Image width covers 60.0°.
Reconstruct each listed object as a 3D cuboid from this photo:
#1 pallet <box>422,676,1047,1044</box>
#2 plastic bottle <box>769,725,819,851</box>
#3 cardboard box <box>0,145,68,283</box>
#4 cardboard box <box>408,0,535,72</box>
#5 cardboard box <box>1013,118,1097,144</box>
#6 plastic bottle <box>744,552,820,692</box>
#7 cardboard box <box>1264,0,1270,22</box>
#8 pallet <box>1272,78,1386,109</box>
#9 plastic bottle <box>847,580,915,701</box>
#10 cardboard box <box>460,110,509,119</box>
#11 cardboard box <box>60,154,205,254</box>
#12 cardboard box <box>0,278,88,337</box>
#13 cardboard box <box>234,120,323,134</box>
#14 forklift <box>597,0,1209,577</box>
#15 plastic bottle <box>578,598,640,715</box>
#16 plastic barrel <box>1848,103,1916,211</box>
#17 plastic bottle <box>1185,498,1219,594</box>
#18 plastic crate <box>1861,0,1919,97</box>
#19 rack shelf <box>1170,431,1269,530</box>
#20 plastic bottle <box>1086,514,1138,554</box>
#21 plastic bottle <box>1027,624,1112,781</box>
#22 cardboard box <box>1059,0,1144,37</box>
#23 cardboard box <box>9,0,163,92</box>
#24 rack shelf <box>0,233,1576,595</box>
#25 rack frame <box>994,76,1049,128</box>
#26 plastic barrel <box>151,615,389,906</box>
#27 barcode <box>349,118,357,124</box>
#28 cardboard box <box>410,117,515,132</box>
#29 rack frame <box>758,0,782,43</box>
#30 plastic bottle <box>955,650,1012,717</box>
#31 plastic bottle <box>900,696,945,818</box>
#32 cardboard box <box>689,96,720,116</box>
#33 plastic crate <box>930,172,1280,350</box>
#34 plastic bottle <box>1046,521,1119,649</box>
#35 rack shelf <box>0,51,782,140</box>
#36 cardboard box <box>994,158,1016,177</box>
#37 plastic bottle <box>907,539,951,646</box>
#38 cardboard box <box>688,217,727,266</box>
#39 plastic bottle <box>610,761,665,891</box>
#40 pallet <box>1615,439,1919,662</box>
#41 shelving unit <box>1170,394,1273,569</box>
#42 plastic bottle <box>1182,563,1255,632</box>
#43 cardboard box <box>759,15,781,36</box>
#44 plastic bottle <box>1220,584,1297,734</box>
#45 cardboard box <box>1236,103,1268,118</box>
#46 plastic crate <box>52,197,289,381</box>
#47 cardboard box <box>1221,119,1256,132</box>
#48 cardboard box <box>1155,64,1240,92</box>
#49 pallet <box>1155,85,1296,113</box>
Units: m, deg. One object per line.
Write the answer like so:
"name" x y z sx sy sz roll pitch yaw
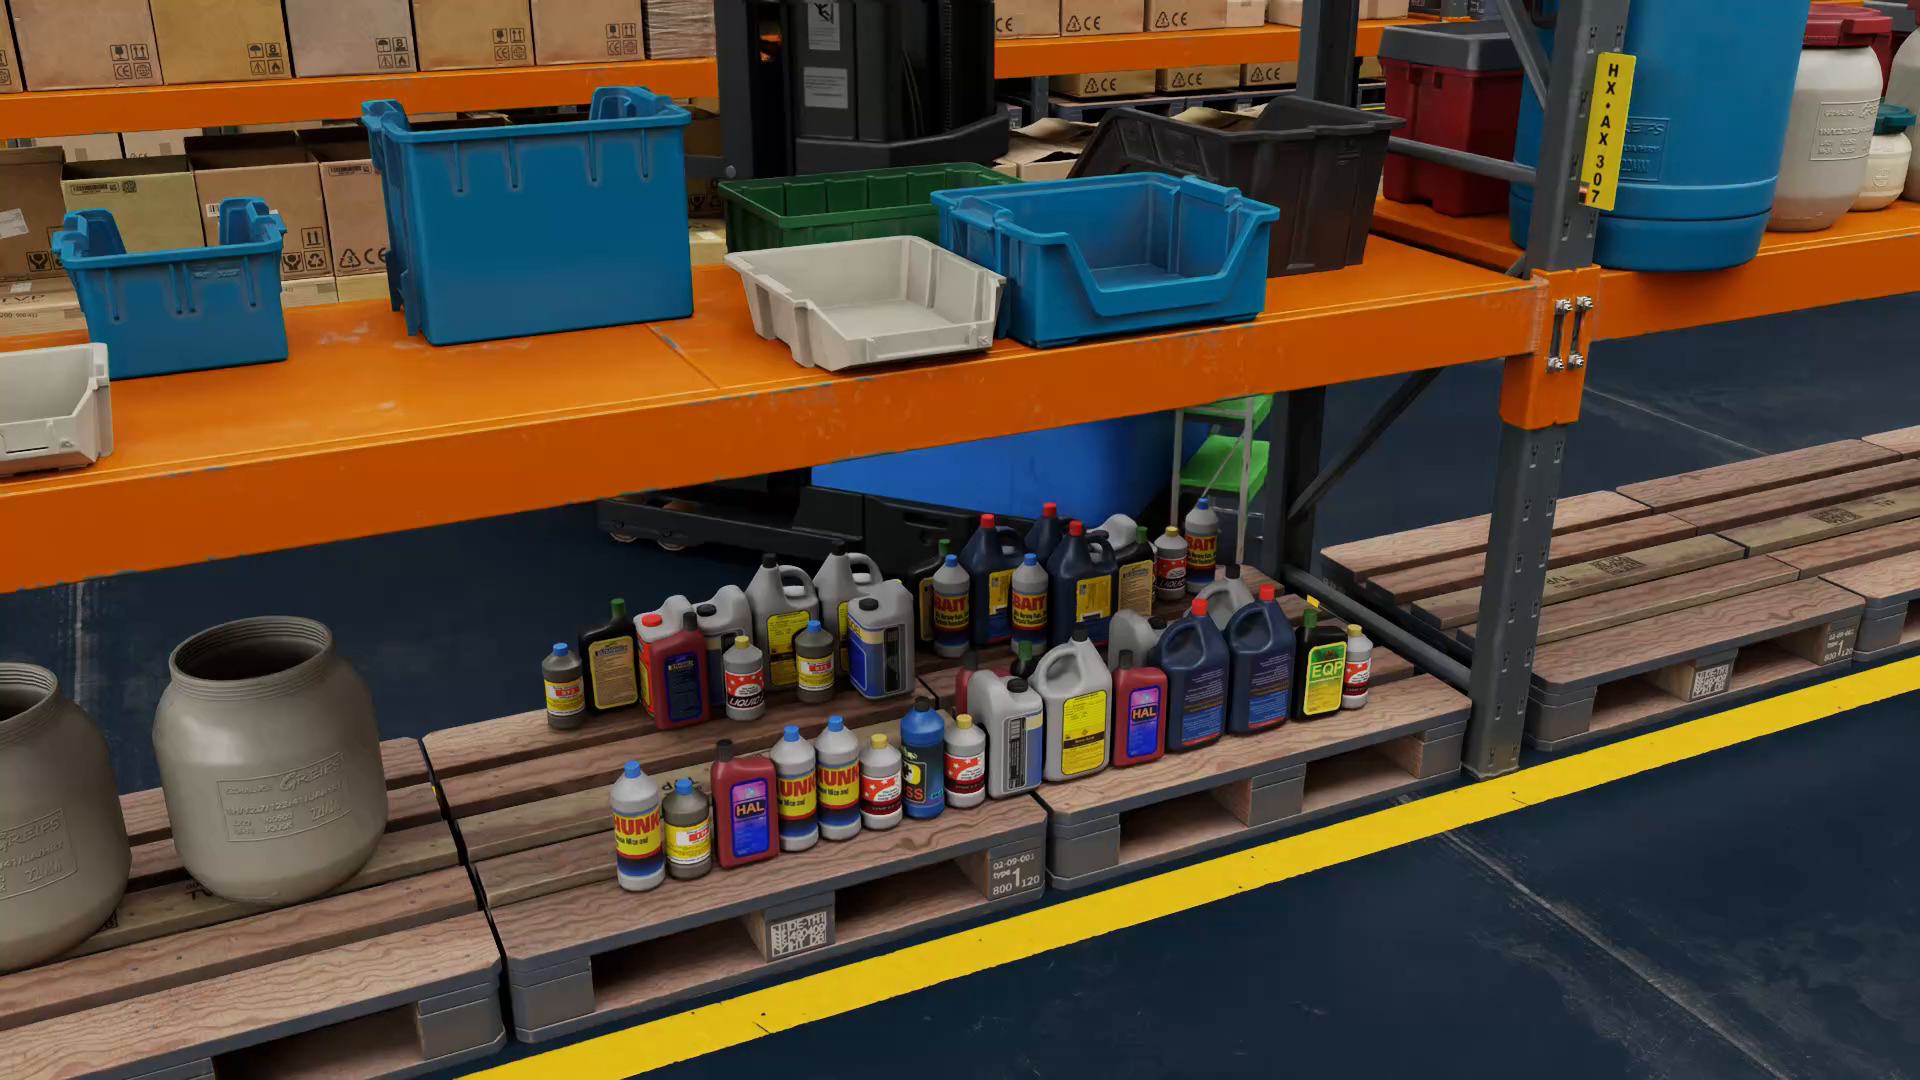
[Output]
"pallet" -0.553 0.642 3.924 1.213 0.211 1.003 -10 25 -24
"plastic bottle" -0.355 0.523 3.557 0.097 0.271 0.097 0 22 0
"cardboard box" -4.224 -1.453 7.405 0.500 0.500 0.500 -10 25 -24
"cardboard box" -2.297 -2.454 7.626 0.500 0.500 0.700 -10 25 -23
"cardboard box" 0.638 -2.257 9.592 0.500 0.311 0.500 -11 25 -24
"plastic bottle" -0.457 0.196 4.242 0.185 0.351 0.144 -9 24 -21
"cardboard box" 1.741 -3.196 9.666 0.500 0.311 0.500 -11 25 -24
"pallet" 3.420 -4.247 15.733 1.213 0.211 1.003 -10 25 -24
"plastic bottle" -0.202 0.247 4.217 0.135 0.276 0.152 -10 25 -24
"cardboard box" -3.595 -3.157 12.584 0.250 0.166 0.380 -14 26 -30
"cardboard box" -3.549 -1.358 7.174 0.500 0.500 0.500 -10 25 -24
"cardboard box" -3.998 -0.928 7.115 0.500 0.250 0.500 -10 25 -24
"cardboard box" -4.871 -3.030 11.840 0.500 0.500 0.700 -12 25 -27
"forklift" -0.692 -1.491 5.520 3.031 2.935 1.130 9 24 21
"plastic bottle" -0.871 0.286 4.113 0.133 0.283 0.061 -10 24 -22
"plastic barrel" 2.430 -1.051 4.547 0.301 0.262 0.301 0 22 0
"plastic bottle" 0.694 0.011 4.793 0.097 0.271 0.097 0 22 0
"plastic crate" 3.187 -1.478 5.316 0.583 0.464 0.402 -10 25 -24
"rack shelf" 0.881 -0.203 5.467 0.258 0.148 0.480 9 24 21
"plastic bottle" 0.414 0.072 4.639 0.135 0.276 0.152 -9 24 -22
"plastic bottle" 0.252 0.364 3.836 0.185 0.351 0.144 -11 25 -24
"cardboard box" 0.651 -2.994 8.930 0.500 0.500 0.500 -10 25 -24
"cardboard box" -3.681 -2.200 7.012 0.500 0.500 0.700 -10 24 -22
"rack shelf" -0.631 -0.284 3.454 4.000 0.370 1.077 -10 25 -24
"rack frame" 0.479 -5.025 13.969 0.127 3.000 1.000 -10 25 -24
"plastic barrel" -1.422 0.453 3.439 0.421 0.512 0.421 0 22 0
"barcode" -4.520 -3.111 12.350 0.075 0.075 0.001 -10 25 -24
"cardboard box" -2.428 -1.791 8.219 0.500 0.500 0.500 -10 25 -24
"rack frame" -0.974 -2.655 8.243 0.127 3.000 1.000 -10 25 -24
"plastic bottle" 0.057 0.385 3.875 0.133 0.283 0.061 -10 25 -24
"plastic bottle" -0.083 0.473 3.678 0.097 0.271 0.097 0 22 0
"cardboard box" -2.026 -3.641 13.317 0.500 0.500 0.700 -11 25 -25
"plastic crate" 0.292 -0.602 3.477 0.616 0.251 0.499 -10 25 -24
"plastic bottle" 0.326 0.113 4.442 0.185 0.351 0.144 -10 25 -24
"rack shelf" -2.776 -1.991 7.579 4.000 0.370 1.077 -10 25 -24
"cardboard box" -0.040 -1.902 8.736 0.500 0.311 0.500 -11 25 -24
"plastic bottle" -0.073 0.139 4.468 0.133 0.283 0.061 -9 24 -21
"cardboard box" -1.297 -1.427 8.321 0.500 0.250 0.500 -10 25 -24
"plastic bottle" -0.664 0.580 3.420 0.097 0.271 0.097 0 22 0
"pallet" 2.963 -0.007 5.491 1.213 0.211 1.003 -10 25 -24
"shelving unit" 0.881 -0.484 5.351 0.258 1.200 0.503 9 24 21
"plastic bottle" 0.653 0.229 4.162 0.185 0.351 0.144 -10 25 -24
"cardboard box" -1.607 -4.046 13.316 0.500 0.250 0.500 -11 25 -25
"plastic bottle" 0.716 0.279 4.042 0.185 0.351 0.144 -11 25 -25
"cardboard box" 2.031 -2.516 10.219 0.500 0.311 0.500 -10 24 -22
"plastic crate" -1.524 -0.507 3.248 0.408 0.251 0.499 -10 25 -24
"cardboard box" 1.800 -2.241 9.556 0.500 0.311 0.500 -11 25 -24
"cardboard box" 1.990 -4.446 14.831 0.750 0.750 0.750 -11 25 -24
"pallet" 2.319 -4.043 15.240 1.213 0.211 1.003 -10 25 -24
